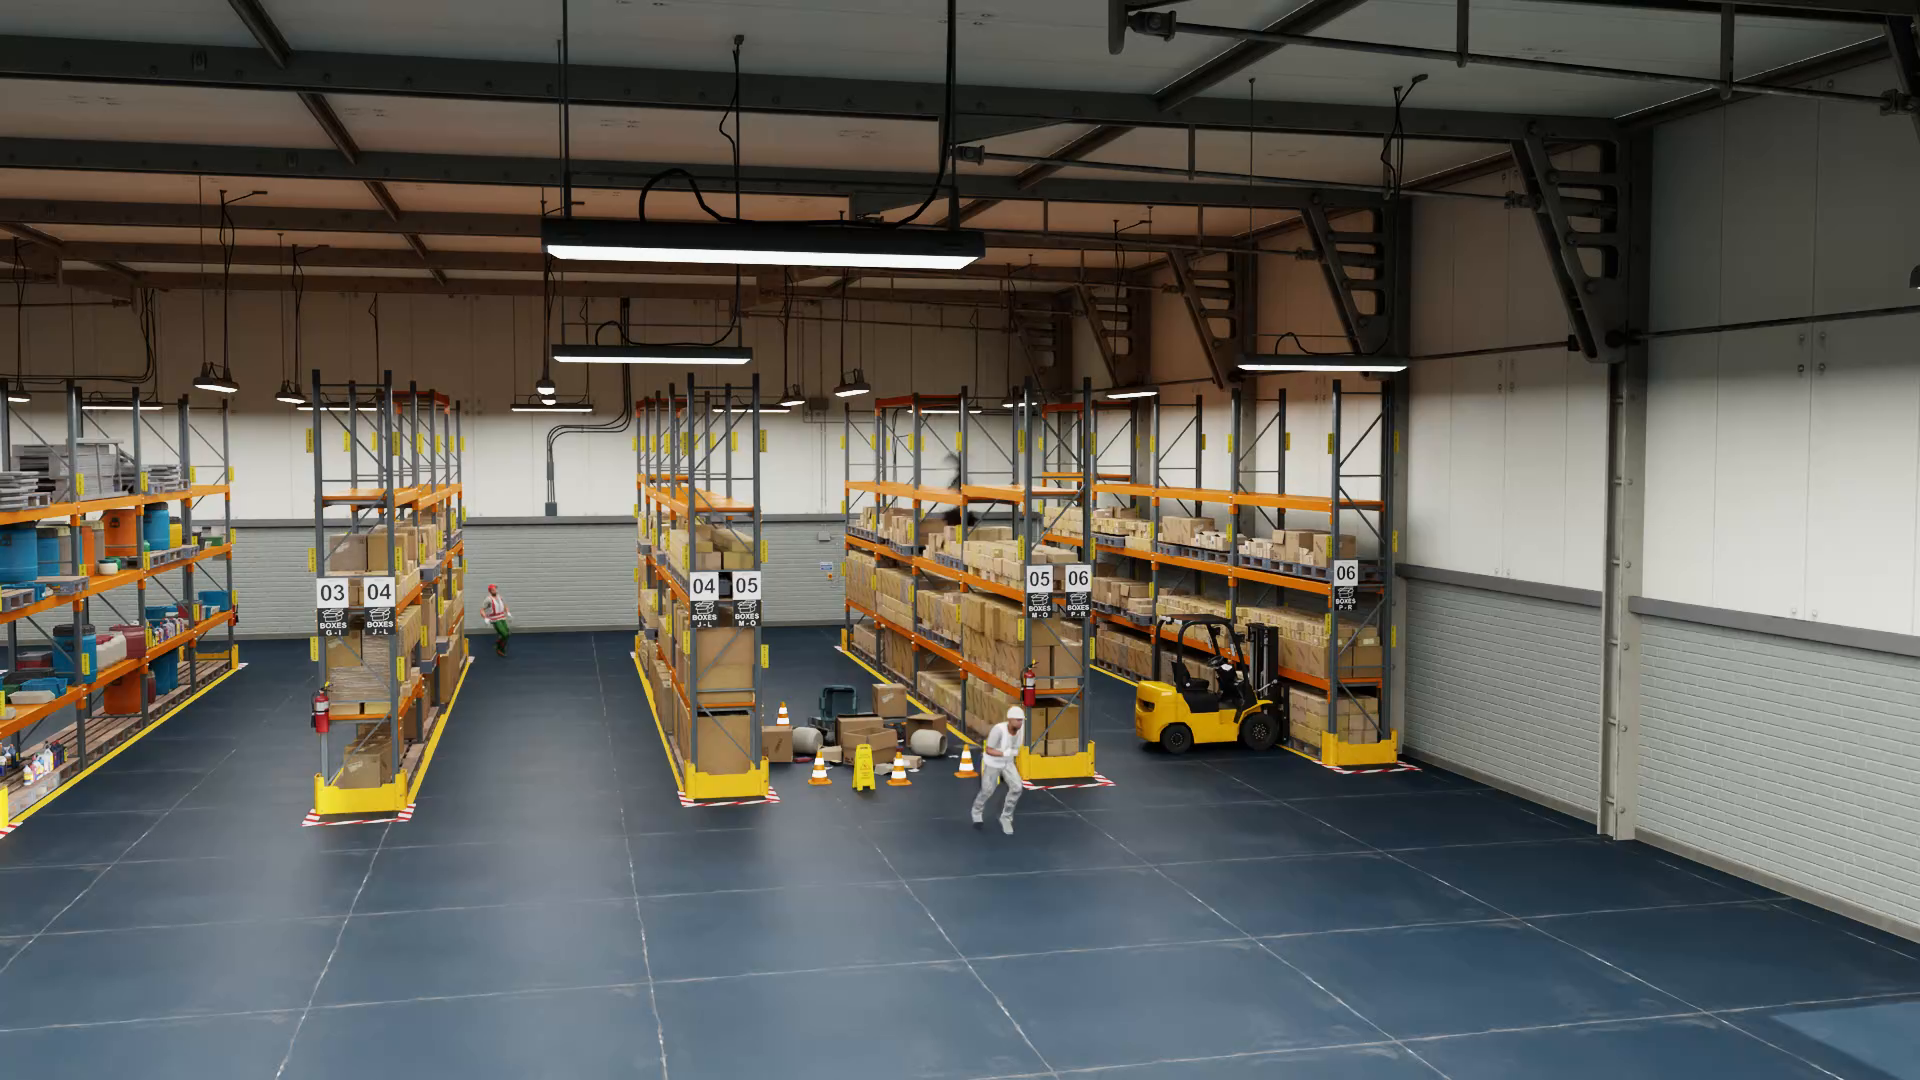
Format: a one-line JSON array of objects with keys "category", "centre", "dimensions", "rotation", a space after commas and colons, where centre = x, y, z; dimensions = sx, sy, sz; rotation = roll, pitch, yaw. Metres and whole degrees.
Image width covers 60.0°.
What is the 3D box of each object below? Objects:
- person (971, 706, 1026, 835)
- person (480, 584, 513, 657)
[{"category": "person", "centre": [0.521, 2.955, 21.478], "dimensions": [0.726, 1.702, 0.999], "rotation": [-3, 4, -39]}, {"category": "person", "centre": [-10.788, 1.896, 38.944], "dimensions": [0.544, 1.730, 0.723], "rotation": [2, 4, 29]}]
